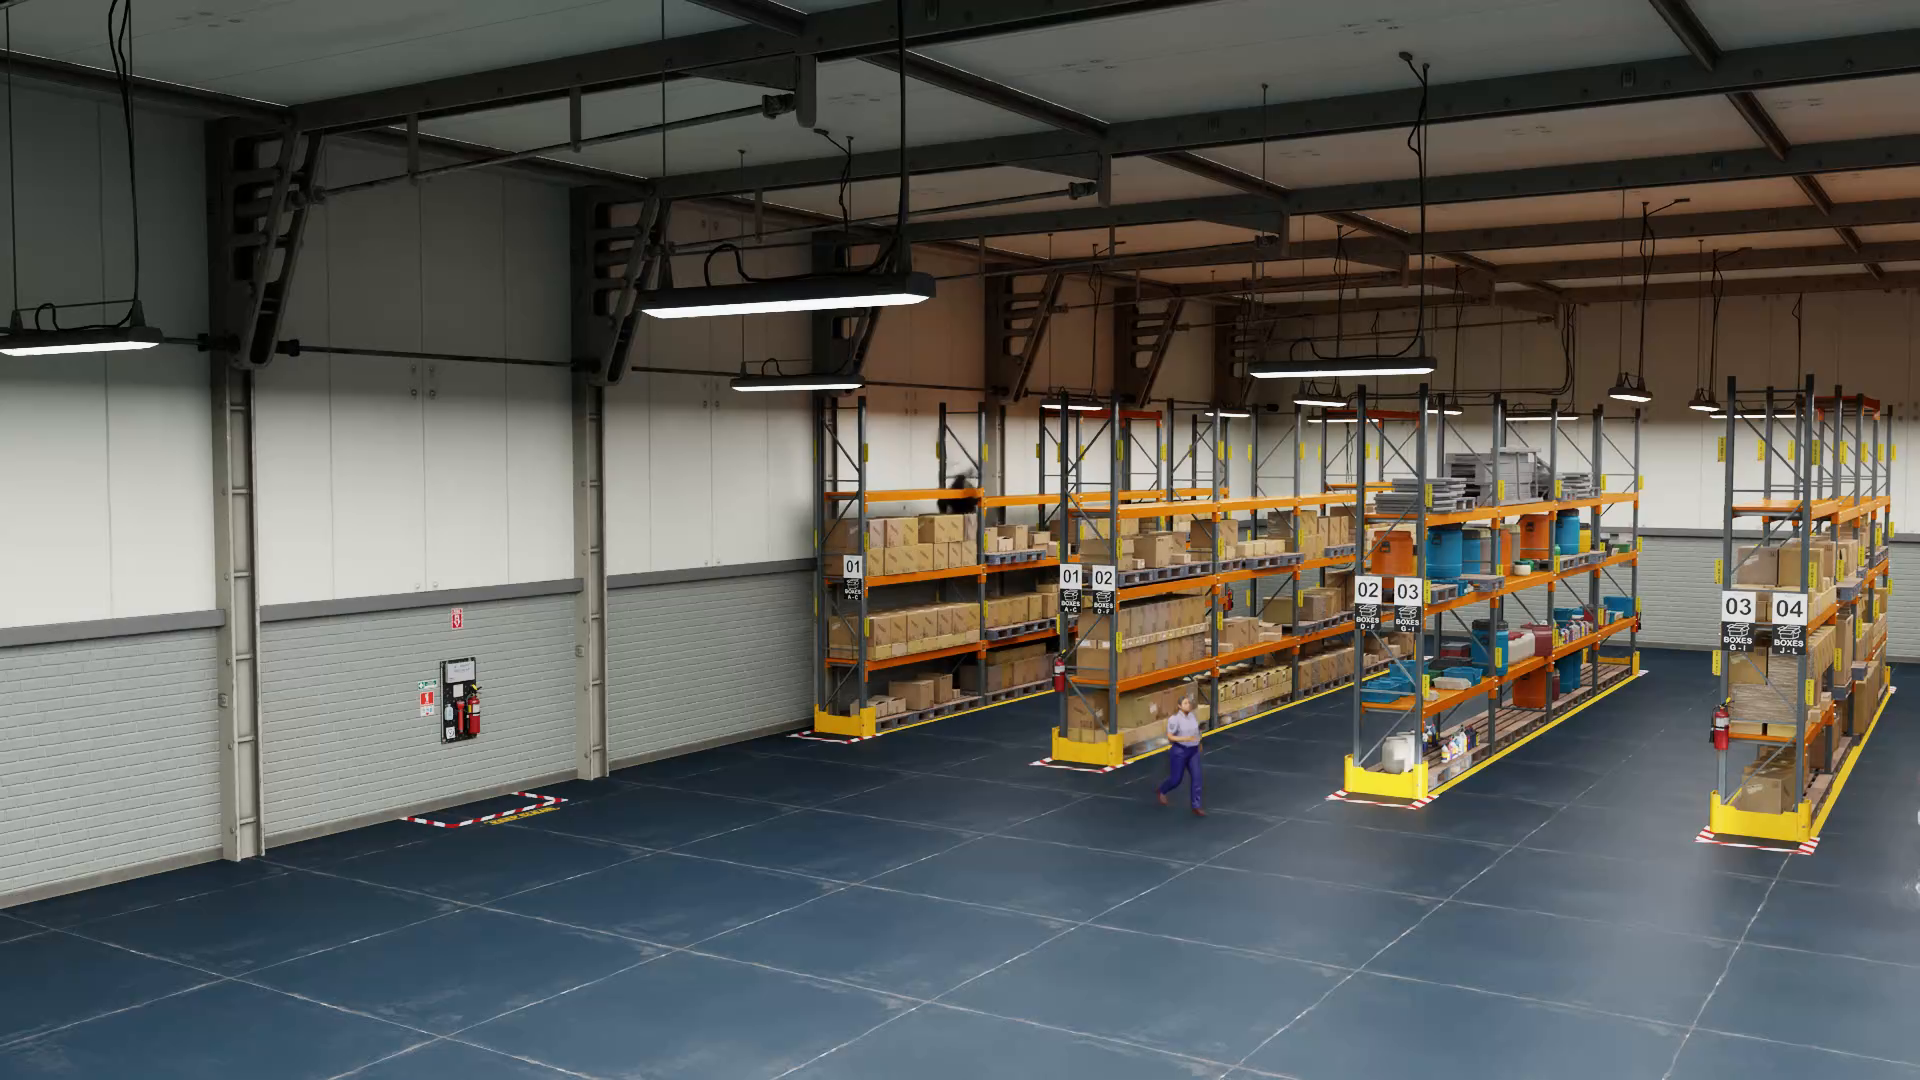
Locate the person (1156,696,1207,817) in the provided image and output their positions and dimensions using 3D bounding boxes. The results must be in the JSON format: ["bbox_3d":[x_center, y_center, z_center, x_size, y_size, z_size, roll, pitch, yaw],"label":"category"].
[{"bbox_3d":[3.115,2.981,23.053,0.616,1.621,0.839,-2,4,-32],"label":"person"}]
